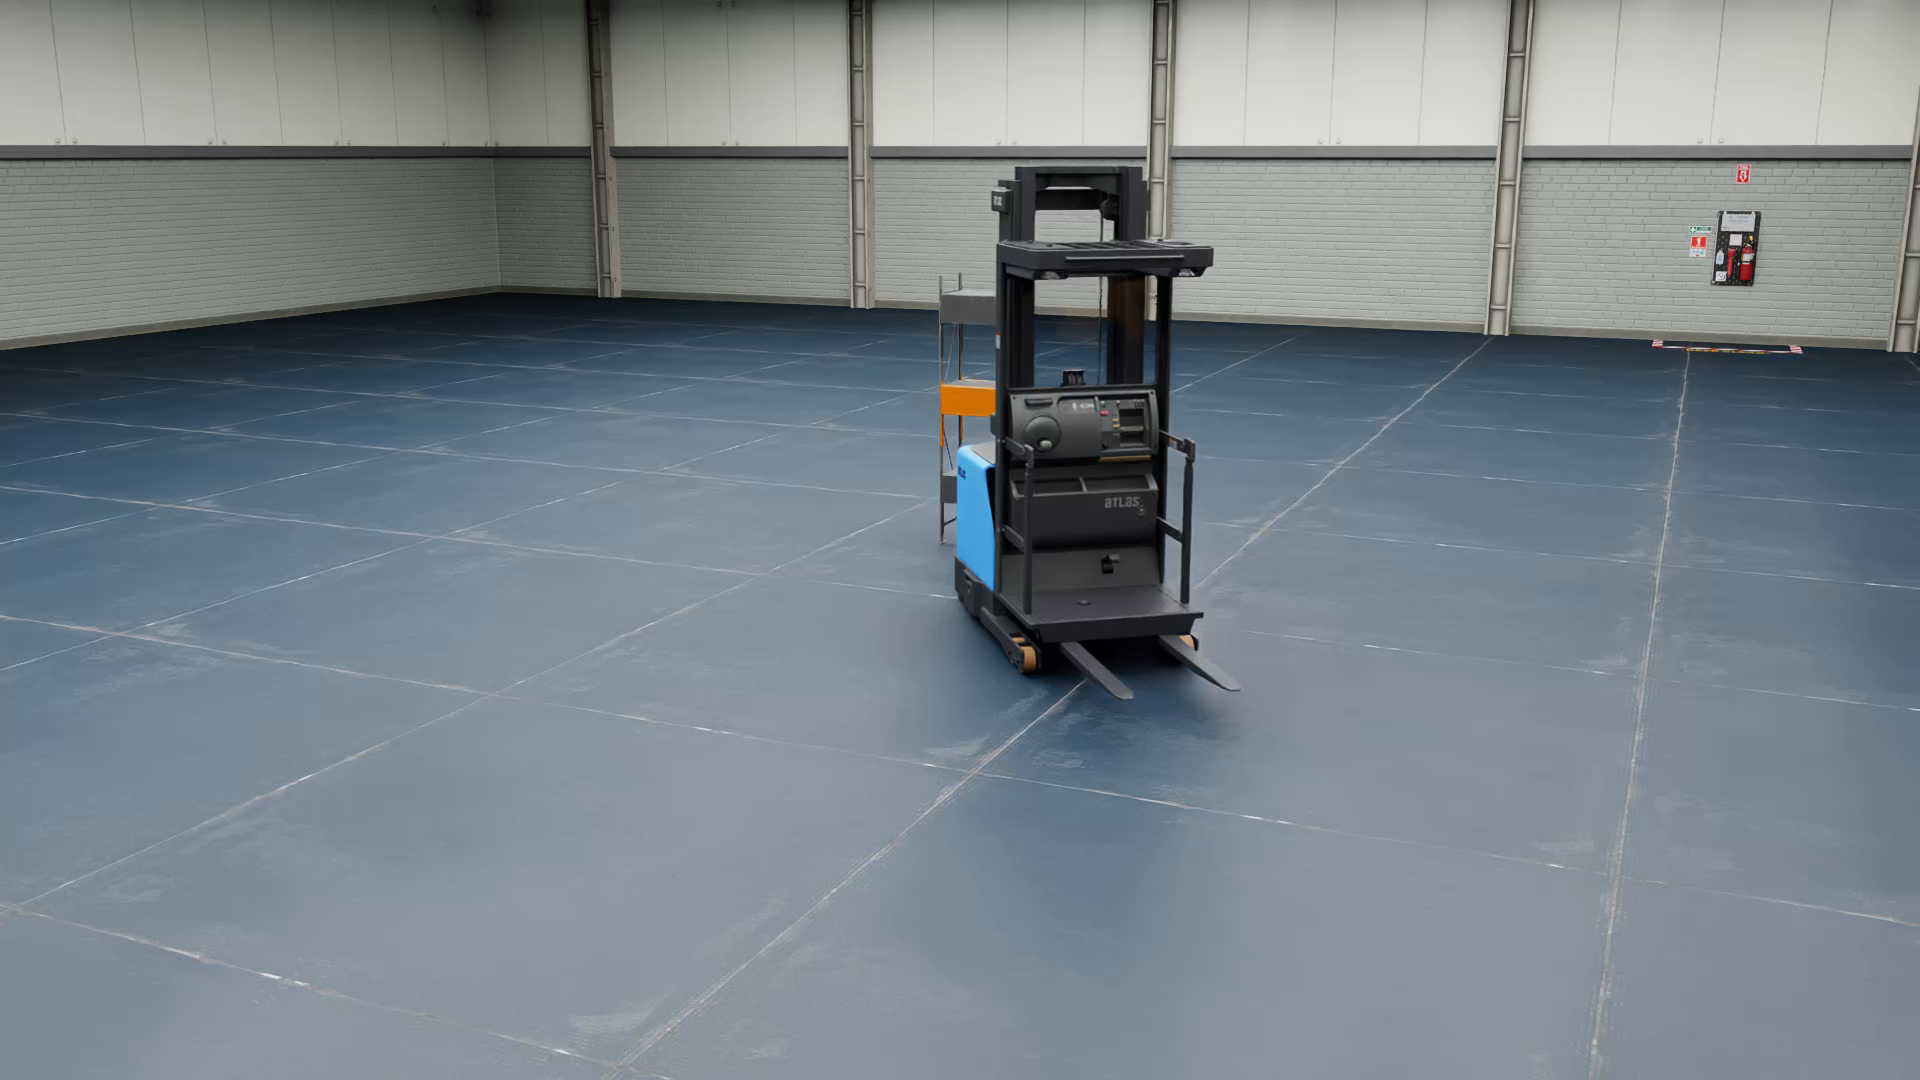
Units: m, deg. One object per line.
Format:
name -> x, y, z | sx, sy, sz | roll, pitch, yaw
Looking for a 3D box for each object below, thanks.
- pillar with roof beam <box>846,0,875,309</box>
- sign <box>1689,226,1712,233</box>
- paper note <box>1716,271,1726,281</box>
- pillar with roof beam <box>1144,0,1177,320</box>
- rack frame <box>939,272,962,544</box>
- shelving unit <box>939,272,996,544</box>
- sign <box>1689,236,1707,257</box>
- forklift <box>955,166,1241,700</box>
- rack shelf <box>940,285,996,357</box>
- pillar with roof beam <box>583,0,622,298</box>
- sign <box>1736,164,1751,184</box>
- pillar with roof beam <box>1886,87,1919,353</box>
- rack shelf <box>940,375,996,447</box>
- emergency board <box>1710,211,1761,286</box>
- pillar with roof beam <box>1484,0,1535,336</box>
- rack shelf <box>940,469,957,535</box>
pillar with roof beam -> -3.655, -8.065, 27.926 | 0.400, 9.000, 9.100 | 6, 14, 23
sign -> 11.839, -4.960, 26.589 | 0.331, 0.109, 0.001 | 6, 14, 23
paper note -> 12.168, -4.216, 26.585 | 0.142, 0.148, 0.016 | 6, 14, 23
pillar with roof beam -> 1.831, -7.510, 25.560 | 0.400, 9.000, 9.100 | 6, 14, 23
rack frame -> -0.072, -1.029, 13.046 | 0.015, 2.100, 0.400 | 6, 14, 23
shelving unit -> 0.151, -1.007, 12.950 | 0.503, 2.100, 0.431 | 6, 14, 23
sign -> 11.838, -4.704, 26.659 | 0.234, 0.329, 0.001 | 6, 14, 23
forklift -> 0.814, -0.729, 9.944 | 1.130, 2.935, 3.031 | -3, 14, -13
rack shelf -> 0.151, -1.675, 12.793 | 0.480, 0.518, 0.431 | 6, 14, 23
pillar with roof beam -> -9.141, -8.620, 30.292 | 0.400, 9.000, 9.100 | 6, 14, 23
sign -> 12.335, -5.764, 26.180 | 0.199, 0.298, 0.001 | 6, 14, 23
pillar with roof beam -> 12.802, -6.399, 20.828 | 0.400, 9.000, 9.100 | 6, 14, 23
rack shelf -> 0.151, -0.994, 12.953 | 0.480, 0.518, 0.431 | 6, 14, 23
emergency board -> 12.302, -4.614, 26.353 | 0.643, 1.169, 0.194 | 6, 14, 23
pillar with roof beam -> 7.316, -6.954, 23.194 | 0.400, 9.000, 9.100 | 6, 14, 23
rack shelf -> 0.151, -0.312, 13.113 | 0.480, 0.518, 0.431 | 6, 14, 23
